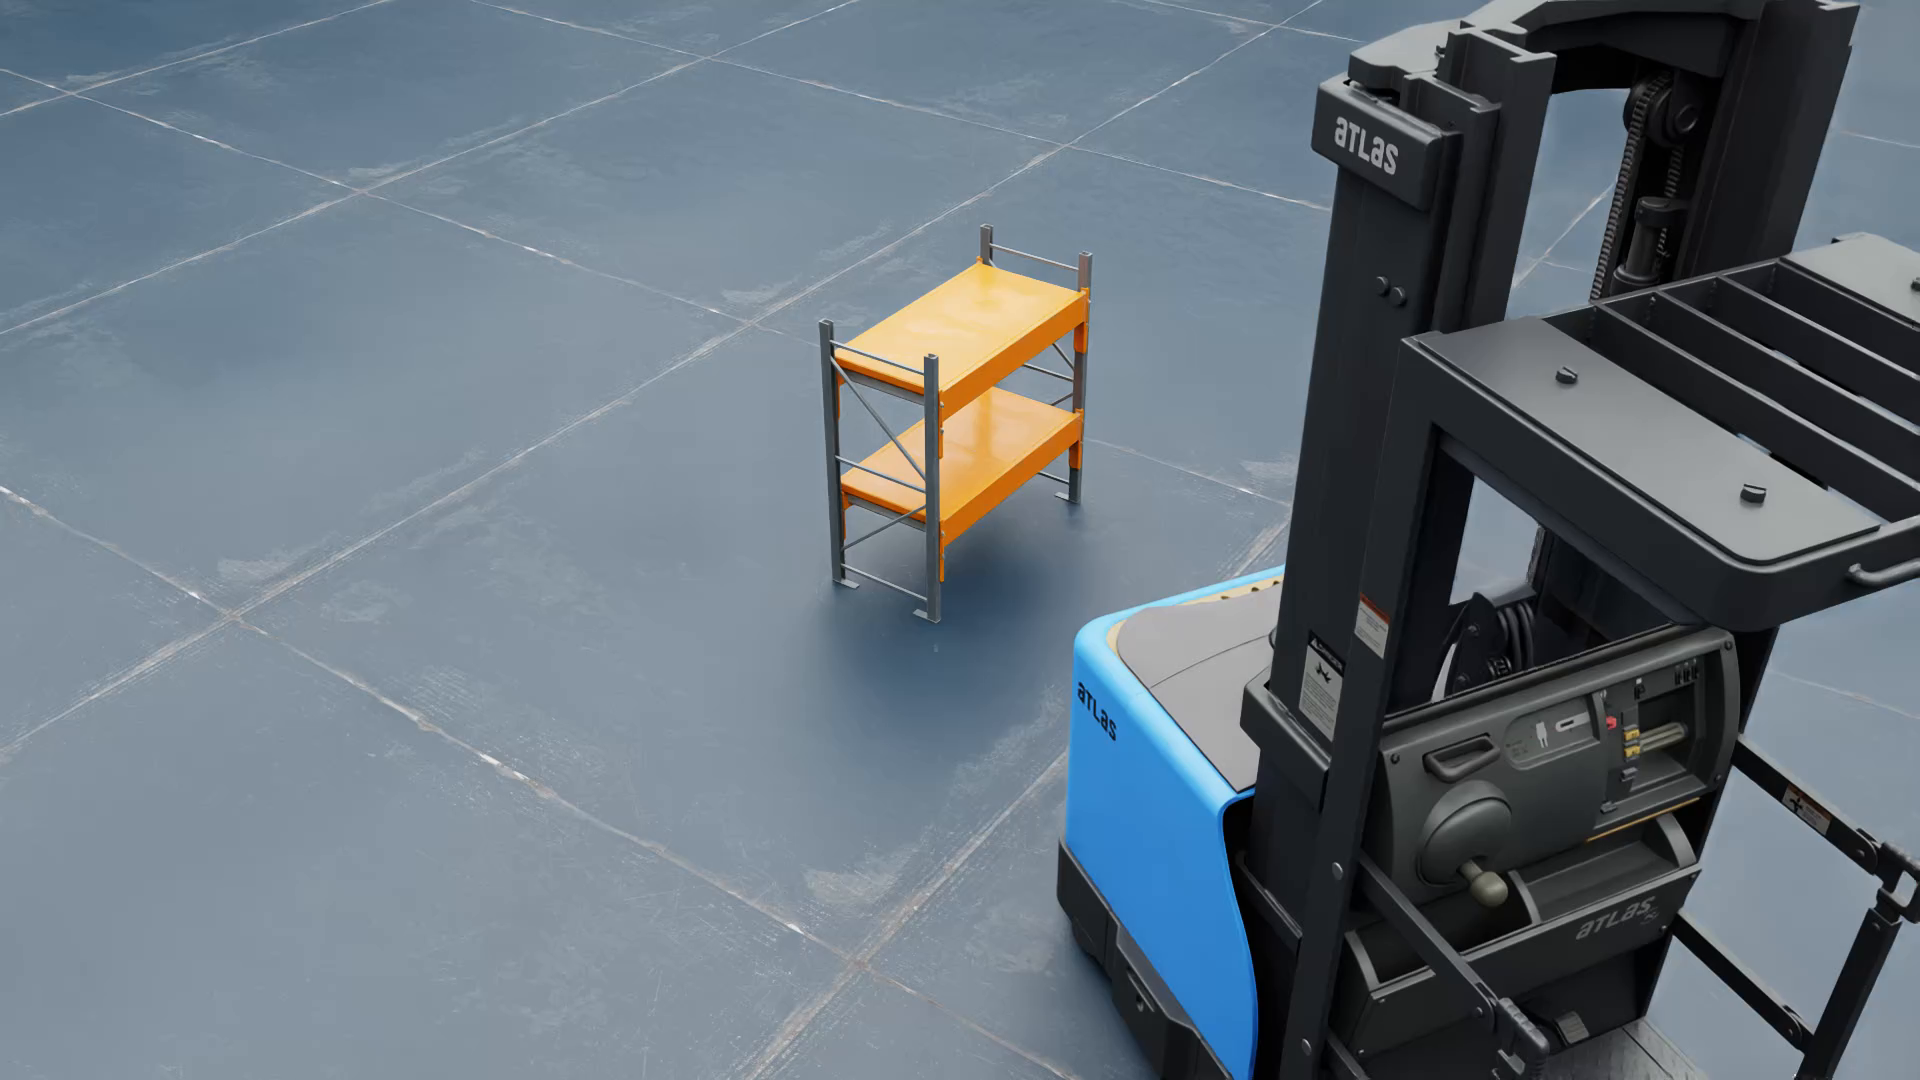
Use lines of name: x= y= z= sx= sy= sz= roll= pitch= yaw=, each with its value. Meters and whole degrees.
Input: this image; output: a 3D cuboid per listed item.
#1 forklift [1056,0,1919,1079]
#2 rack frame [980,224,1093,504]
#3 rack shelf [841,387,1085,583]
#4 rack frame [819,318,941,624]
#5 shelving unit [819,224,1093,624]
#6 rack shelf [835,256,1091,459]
forklift: x=1.365 y=0.539 z=3.337 sx=1.130 sy=2.935 sz=3.031 roll=-14 pitch=37 yaw=-20
rack frame: x=0.294 y=-0.703 z=6.785 sx=0.500 sy=1.125 sz=0.032 roll=21 pitch=39 yaw=28
rack shelf: x=0.004 y=-0.267 z=6.576 sx=0.538 sy=0.278 sz=1.000 roll=21 pitch=39 yaw=28
rack frame: x=-0.286 y=-0.235 z=6.094 sx=0.500 sy=1.125 sz=0.032 roll=21 pitch=39 yaw=28
shelving unit: x=0.004 y=-0.469 z=6.439 sx=0.538 sy=1.125 sz=1.048 roll=21 pitch=39 yaw=28
rack shelf: x=0.004 y=-0.712 z=6.276 sx=0.538 sy=0.278 sz=1.000 roll=21 pitch=39 yaw=28
